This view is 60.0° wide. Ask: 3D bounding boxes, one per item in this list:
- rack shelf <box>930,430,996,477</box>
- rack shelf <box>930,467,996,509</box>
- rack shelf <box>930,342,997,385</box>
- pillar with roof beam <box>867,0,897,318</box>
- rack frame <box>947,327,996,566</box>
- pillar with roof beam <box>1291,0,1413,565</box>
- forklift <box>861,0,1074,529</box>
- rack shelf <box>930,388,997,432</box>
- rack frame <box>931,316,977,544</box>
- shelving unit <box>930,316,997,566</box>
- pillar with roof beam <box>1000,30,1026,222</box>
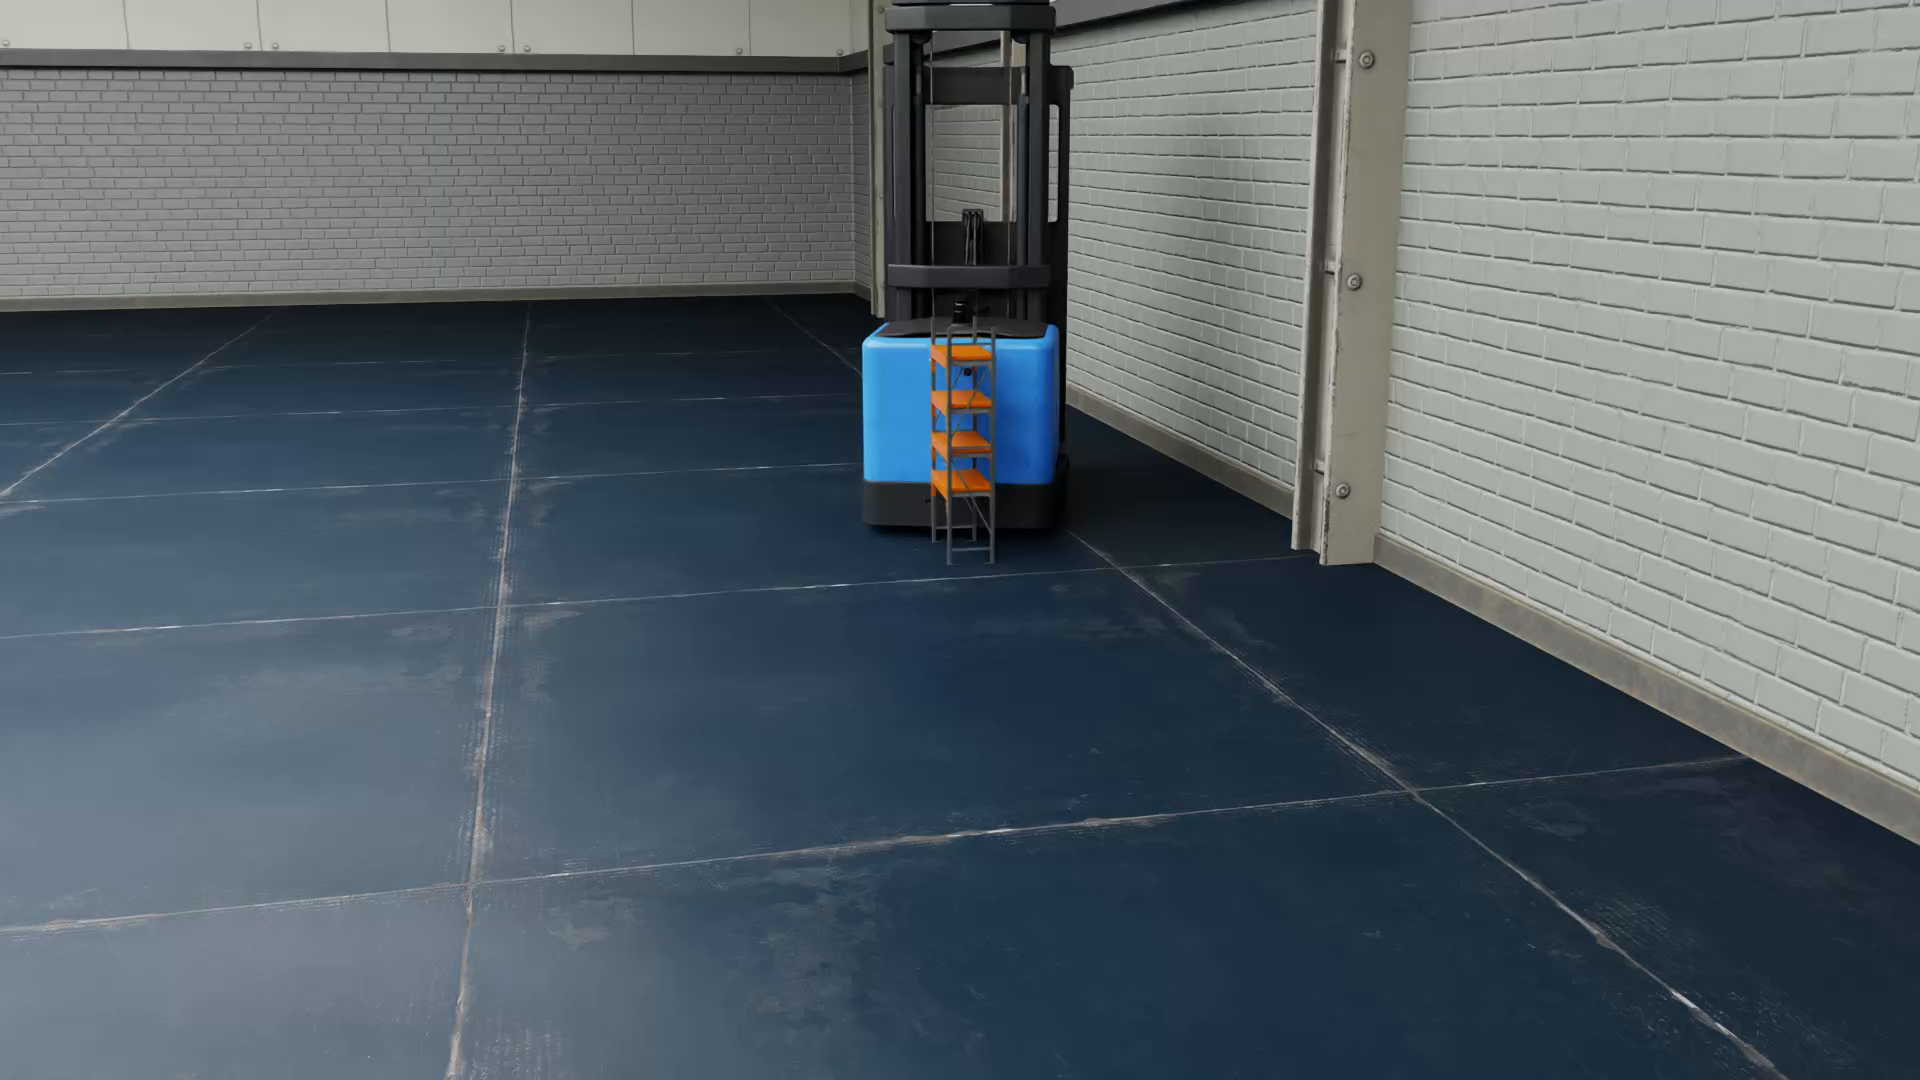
[{"bbox_3d":[0.013,-0.448,8.515,0.258,0.148,0.480,-2,14,-10],"label":"rack shelf"},{"bbox_3d":[0.013,-0.255,8.562,0.258,0.148,0.480,-2,14,-10],"label":"rack shelf"},{"bbox_3d":[0.013,-0.895,8.405,0.258,0.148,0.480,-2,14,-10],"label":"rack shelf"},{"bbox_3d":[-5.062,-6.825,17.904,9.100,9.000,0.400,-3,14,-13],"label":"pillar with roof beam"},{"bbox_3d":[0.056,-0.456,8.265,0.240,1.200,0.015,-2,14,-10],"label":"rack frame"},{"bbox_3d":[-2.243,-4.057,6.572,9.100,9.000,0.400,-3,14,-13],"label":"pillar with roof beam"},{"bbox_3d":[0.116,-1.780,10.038,1.130,2.935,3.031,1,14,5],"label":"forklift"},{"bbox_3d":[0.013,-0.665,8.462,0.258,0.148,0.480,-2,14,-10],"label":"rack shelf"},{"bbox_3d":[-0.031,-0.570,8.732,0.240,1.200,0.015,-2,14,-10],"label":"rack frame"},{"bbox_3d":[0.013,-0.513,8.499,0.258,1.200,0.503,-2,14,-10],"label":"shelving unit"},{"bbox_3d":[-3.653,-5.441,12.238,9.100,9.000,0.400,-3,14,-13],"label":"pillar with roof beam"}]
